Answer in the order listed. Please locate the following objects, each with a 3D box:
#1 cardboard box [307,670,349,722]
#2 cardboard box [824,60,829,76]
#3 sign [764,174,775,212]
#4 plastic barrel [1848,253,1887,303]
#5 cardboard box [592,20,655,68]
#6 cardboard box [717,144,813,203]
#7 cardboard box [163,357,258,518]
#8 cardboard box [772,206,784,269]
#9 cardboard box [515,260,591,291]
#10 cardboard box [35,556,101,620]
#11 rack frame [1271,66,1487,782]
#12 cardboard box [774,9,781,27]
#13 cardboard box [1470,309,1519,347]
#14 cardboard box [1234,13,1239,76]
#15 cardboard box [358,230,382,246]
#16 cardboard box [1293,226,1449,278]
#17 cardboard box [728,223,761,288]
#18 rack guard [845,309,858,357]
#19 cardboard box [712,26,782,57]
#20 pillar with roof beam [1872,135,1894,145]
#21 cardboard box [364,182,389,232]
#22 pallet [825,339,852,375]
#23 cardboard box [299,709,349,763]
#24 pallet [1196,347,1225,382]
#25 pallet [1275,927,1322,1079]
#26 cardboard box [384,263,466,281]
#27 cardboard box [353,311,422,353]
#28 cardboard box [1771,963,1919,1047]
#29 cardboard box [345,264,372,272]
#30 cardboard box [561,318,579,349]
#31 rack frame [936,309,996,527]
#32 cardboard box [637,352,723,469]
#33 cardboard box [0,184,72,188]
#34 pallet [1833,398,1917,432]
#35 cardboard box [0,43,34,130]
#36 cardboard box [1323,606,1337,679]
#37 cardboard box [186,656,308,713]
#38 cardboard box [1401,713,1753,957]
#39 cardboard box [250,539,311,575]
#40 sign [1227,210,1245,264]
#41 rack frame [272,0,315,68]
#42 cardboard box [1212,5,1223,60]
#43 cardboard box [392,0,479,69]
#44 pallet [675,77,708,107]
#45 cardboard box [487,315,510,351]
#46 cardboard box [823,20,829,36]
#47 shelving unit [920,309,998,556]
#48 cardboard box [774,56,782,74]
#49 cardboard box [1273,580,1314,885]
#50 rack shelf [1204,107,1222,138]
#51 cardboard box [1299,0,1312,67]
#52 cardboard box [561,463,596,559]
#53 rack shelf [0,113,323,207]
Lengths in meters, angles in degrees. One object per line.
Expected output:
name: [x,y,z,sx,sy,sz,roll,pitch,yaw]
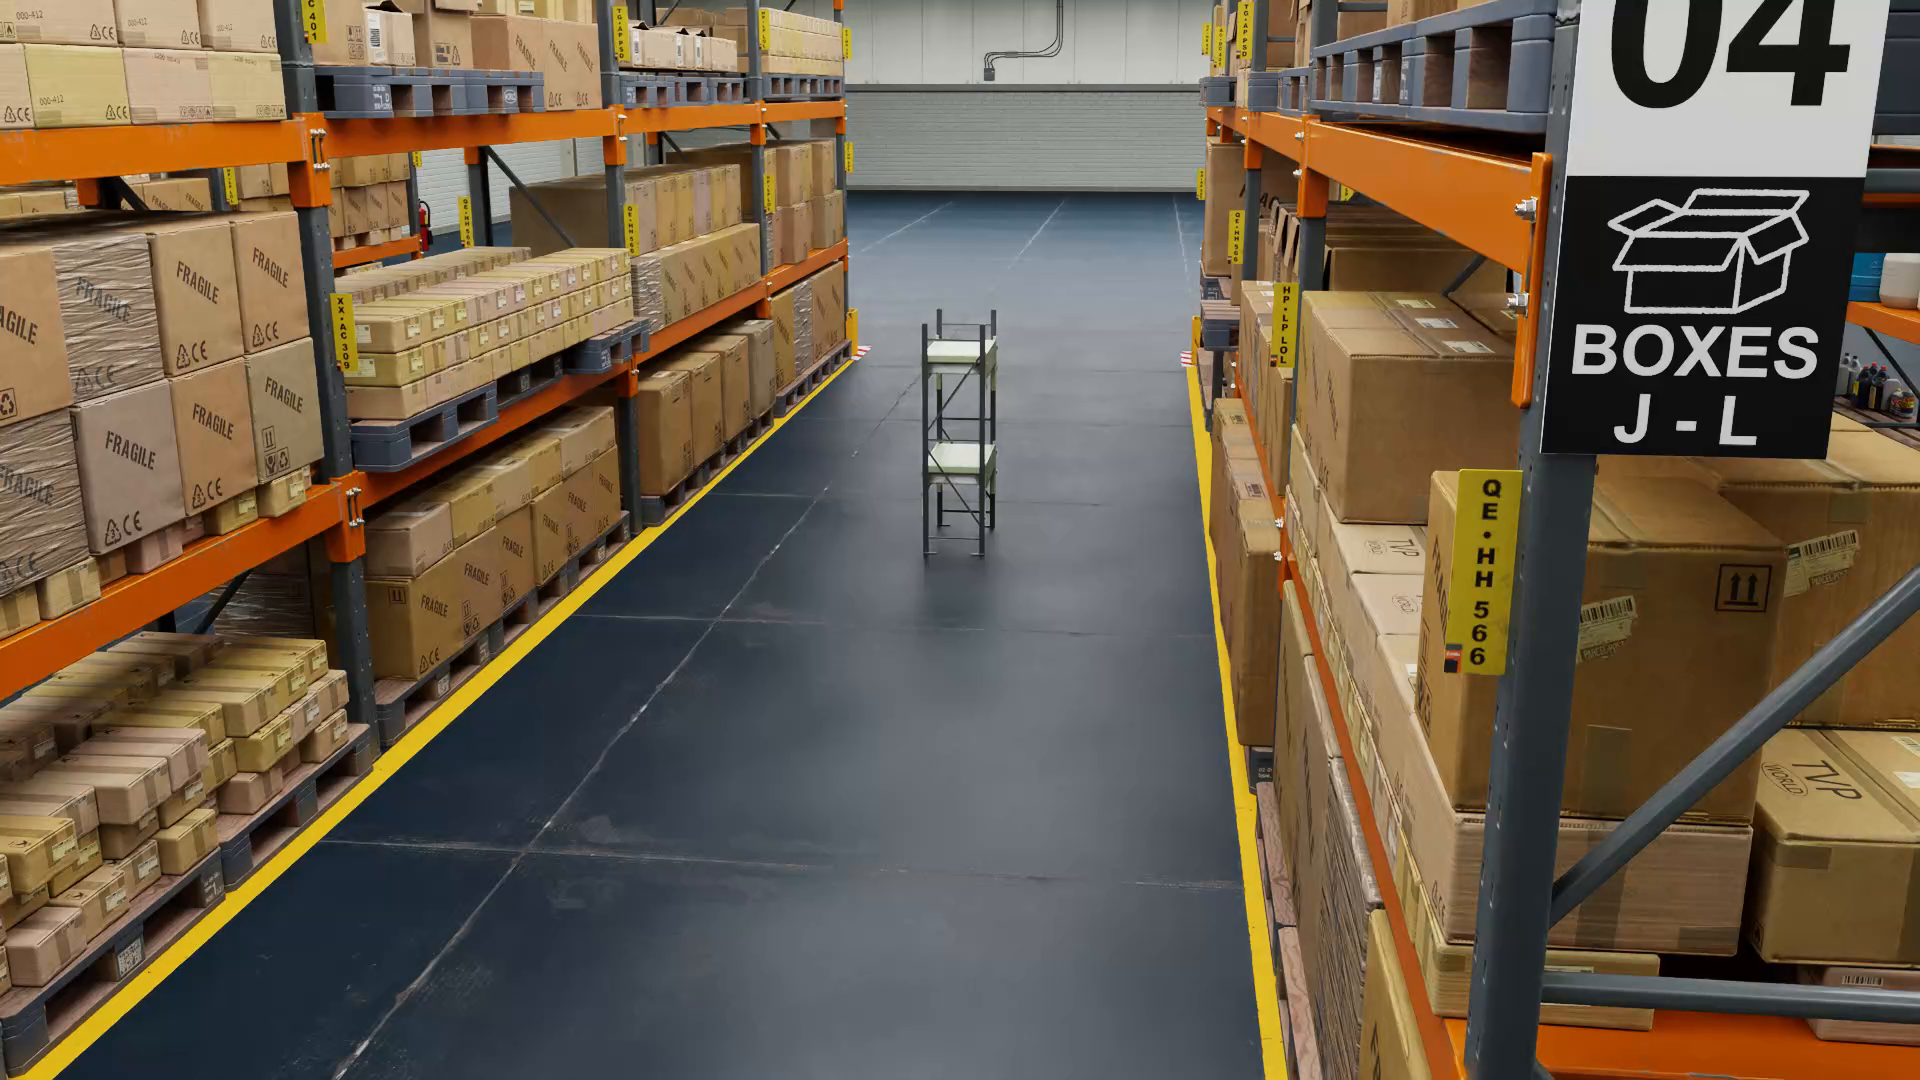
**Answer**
cardboard box: [-2.843,0.656,7.077,0.380,0.149,0.250,2,15,7]
cardboard box: [-1.556,-4.861,17.132,0.380,0.149,0.250,2,15,7]
sign: [-1.680,-3.047,14.618,0.100,0.325,0.005,2,15,6]
plastic barrel: [7.273,-2.372,13.228,0.600,0.901,0.708,2,15,6]
cardboard box: [-2.371,-3.340,11.194,0.500,0.311,0.500,2,15,6]
cardboard box: [-1.948,-3.648,16.550,0.875,0.550,0.500,2,15,6]
cardboard box: [-2.957,-0.388,6.090,0.500,0.500,0.500,1,15,5]
cardboard box: [-2.151,-2.852,15.674,0.875,0.550,0.550,2,15,6]
cardboard box: [-2.358,-1.528,9.603,0.380,0.149,0.250,2,15,8]
cardboard box: [-3.028,0.145,5.361,0.380,0.149,0.250,2,15,7]
rack frame: [1.794,-0.293,6.498,1.000,3.000,0.127,2,15,6]
cardboard box: [-1.814,-4.653,14.835,0.380,0.149,0.250,2,15,6]
cardboard box: [1.947,-0.469,5.430,0.500,0.500,0.500,2,15,7]
cardboard box: [2.440,-3.705,12.367,0.797,0.503,0.637,2,15,9]
cardboard box: [-6.496,-3.270,17.989,0.380,0.149,0.250,2,15,7]
cardboard box: [1.947,-1.169,7.624,0.797,0.503,0.637,2,15,7]
cardboard box: [-2.014,-2.445,14.265,0.500,0.500,0.500,2,15,6]
rack guard: [-1.766,-2.377,18.994,1.175,0.500,0.348,2,15,6]
cardboard box: [-1.887,-4.429,14.768,0.500,0.250,0.500,2,15,7]
pillar with roof beam: [17.124,-12.008,38.329,9.100,9.000,0.400,2,15,6]
cardboard box: [-6.547,-3.610,18.005,0.500,0.500,0.500,2,15,6]
pallet: [-1.781,-2.021,18.233,1.003,0.211,1.213,2,15,6]
cardboard box: [-2.829,0.820,7.039,0.380,0.149,0.250,2,15,7]
pallet: [3.013,-1.829,17.523,1.003,0.211,1.213,2,15,6]
pallet: [1.495,1.566,4.967,1.003,0.211,1.213,2,15,6]
cardboard box: [-3.035,-1.485,9.443,0.380,0.149,0.250,2,15,9]
cardboard box: [-2.622,-0.922,7.363,0.380,0.149,0.250,2,15,9]
cardboard box: [1.710,0.784,2.998,0.380,0.149,0.250,2,15,7]
cardboard box: [-6.536,-2.870,17.812,0.380,0.149,0.250,2,15,7]
cardboard box: [-2.390,-1.177,9.445,0.380,0.149,0.250,1,15,4]
rack frame: [0.042,-0.821,11.324,0.400,1.500,0.023,2,15,6]
cardboard box: [-2.418,-1.001,12.624,1.050,0.750,0.750,2,15,7]
cardboard box: [-7.613,-2.683,13.772,0.500,0.500,0.500,2,15,6]
pallet: [7.735,-1.048,14.635,1.003,0.211,1.213,2,15,6]
cardboard box: [-3.092,-1.316,4.823,0.500,0.250,0.500,2,15,6]
cardboard box: [1.256,0.300,4.788,0.380,0.149,0.250,1,15,5]
cardboard box: [-2.894,0.589,6.755,0.380,0.149,0.250,2,15,7]
cardboard box: [1.134,0.540,3.135,0.500,0.250,0.500,1,15,5]
cardboard box: [-3.290,-0.024,8.050,0.500,0.250,0.500,1,15,5]
sign: [1.705,-1.864,10.244,0.100,0.325,0.005,2,15,6]
rack frame: [-3.123,-3.361,6.352,1.000,3.000,0.127,2,15,6]
cardboard box: [2.712,-4.909,16.104,0.500,0.500,0.500,2,15,6]
cardboard box: [-2.818,-2.562,8.142,0.797,0.503,0.637,1,15,6]
pallet: [-2.528,-3.318,12.301,1.003,0.211,1.213,2,15,9]
cardboard box: [-2.509,-1.050,8.407,0.380,0.149,0.250,2,15,9]
cardboard box: [-1.556,-5.244,17.020,0.380,0.149,0.250,2,15,7]
shelving unit: [0.001,-0.726,10.973,0.431,1.500,0.755,2,15,6]
cardboard box: [-1.814,-4.269,14.942,0.380,0.149,0.250,2,15,6]
cardboard box: [1.640,0.699,6.096,0.875,0.875,0.875,2,15,6]
rack shelf: [2.922,-3.987,15.792,1.077,0.370,4.000,2,15,6]
cardboard box: [2.036,-2.500,7.913,0.797,0.503,0.637,1,15,5]
cardboard box: [-2.548,-0.185,10.086,0.500,0.500,0.500,2,15,9]
rack shelf: [-3.349,-1.047,4.919,1.077,0.370,4.000,2,15,6]
